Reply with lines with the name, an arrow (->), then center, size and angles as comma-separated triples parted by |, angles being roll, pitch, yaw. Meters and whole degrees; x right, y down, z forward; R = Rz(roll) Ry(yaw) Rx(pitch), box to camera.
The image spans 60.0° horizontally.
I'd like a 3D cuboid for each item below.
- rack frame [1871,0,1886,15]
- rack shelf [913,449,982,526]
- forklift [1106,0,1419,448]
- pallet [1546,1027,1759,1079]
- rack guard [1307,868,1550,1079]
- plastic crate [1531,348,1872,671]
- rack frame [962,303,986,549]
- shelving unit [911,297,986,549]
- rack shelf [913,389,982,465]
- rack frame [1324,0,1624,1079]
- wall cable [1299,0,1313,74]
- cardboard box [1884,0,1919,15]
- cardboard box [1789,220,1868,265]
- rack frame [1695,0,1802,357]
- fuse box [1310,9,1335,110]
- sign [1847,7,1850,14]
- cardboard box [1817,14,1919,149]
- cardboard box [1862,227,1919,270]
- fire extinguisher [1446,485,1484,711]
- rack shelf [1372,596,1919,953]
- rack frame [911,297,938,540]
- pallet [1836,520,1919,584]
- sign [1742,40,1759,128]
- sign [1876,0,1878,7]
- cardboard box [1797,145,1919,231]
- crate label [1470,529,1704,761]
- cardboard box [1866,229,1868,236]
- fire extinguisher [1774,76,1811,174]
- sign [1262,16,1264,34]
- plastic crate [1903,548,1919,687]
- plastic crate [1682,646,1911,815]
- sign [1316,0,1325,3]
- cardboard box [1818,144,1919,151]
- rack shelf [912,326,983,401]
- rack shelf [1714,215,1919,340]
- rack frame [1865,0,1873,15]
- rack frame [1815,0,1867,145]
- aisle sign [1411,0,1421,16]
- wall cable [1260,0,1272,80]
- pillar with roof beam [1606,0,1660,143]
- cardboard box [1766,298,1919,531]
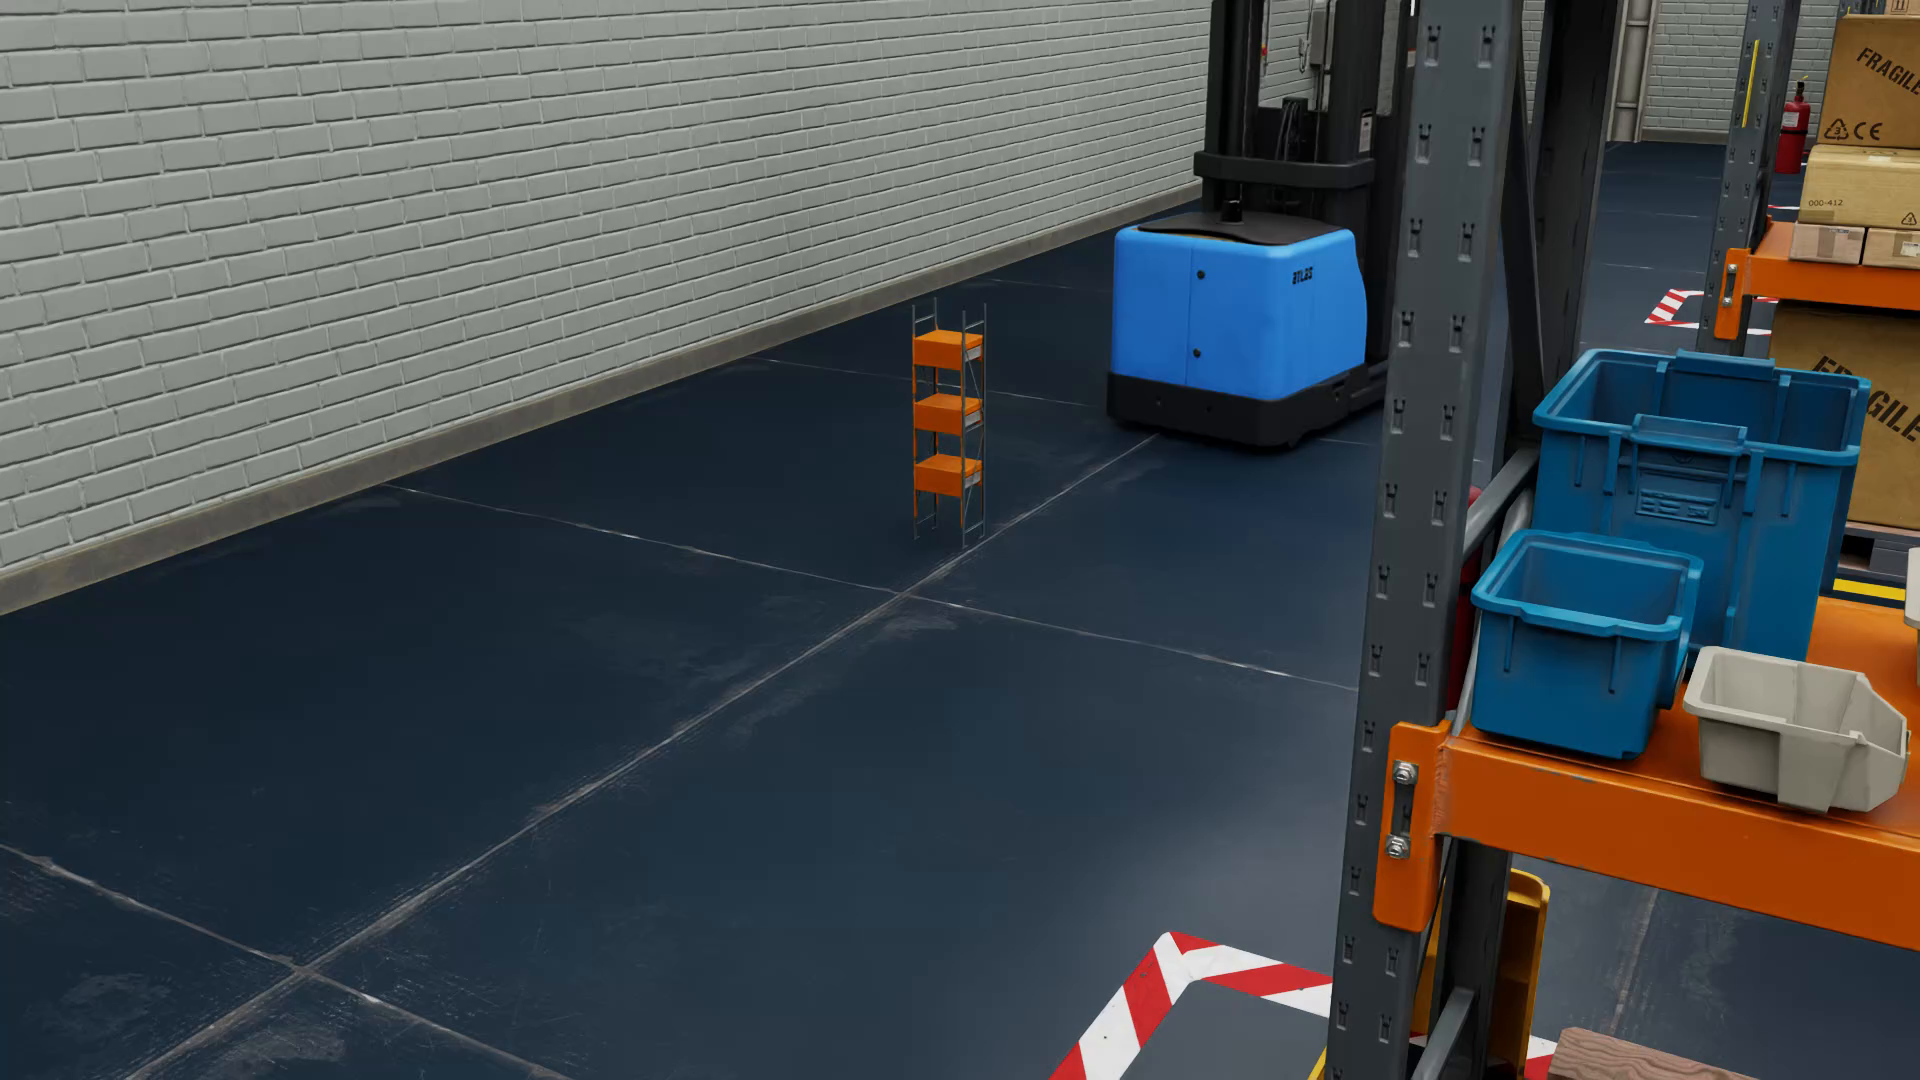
rack frame -> 10.608, -5.927, 19.305 | 0.127, 3.000, 1.000 | 11, 23, 27
rack shelf -> -0.047, -0.231, 7.309 | 0.240, 0.259, 0.215 | 11, 23, 27
forklift -> 2.095, -2.290, 9.379 | 1.130, 2.935, 3.031 | 15, 25, 35
pallet -> 1.643, 1.436, 3.097 | 1.213, 0.211, 1.003 | 11, 23, 27
rack guard -> 0.915, 1.151, 3.458 | 0.348, 0.500, 1.175 | 11, 23, 27
plastic crate -> 1.326, -0.068, 3.015 | 0.499, 0.435, 0.616 | 11, 23, 27
rack frame -> 0.060, -0.482, 7.155 | 0.008, 1.050, 0.200 | 11, 23, 27
shelving unit -> -0.047, -0.502, 7.211 | 0.252, 1.050, 0.215 | 11, 23, 27
rack shelf -> -0.047, -0.492, 7.214 | 0.240, 0.259, 0.215 | 11, 23, 27
rack frame -> 0.942, -0.024, 3.031 | 0.127, 3.000, 1.000 | 11, 23, 27
wall cable -> 3.938, -6.281, 18.791 | 0.122, 1.984, 0.588 | 11, 23, 27
cardboard box -> 6.127, -3.461, 10.459 | 0.500, 0.500, 0.500 | 11, 22, 27
cardboard box -> 3.507, -1.223, 6.705 | 0.250, 0.149, 0.380 | 11, 23, 28
rack frame -> 3.358, -1.498, 7.096 | 0.127, 3.000, 1.000 | 11, 23, 27
fuse box -> 4.409, -5.374, 19.672 | 0.414, 1.711, 0.539 | 11, 23, 27
sign -> 5.600, -3.203, 10.527 | 0.005, 0.325, 0.100 | 11, 23, 27
cardboard box -> 3.911, -1.917, 6.935 | 0.500, 0.500, 0.500 | 11, 23, 28
cardboard box -> 3.732, -1.180, 6.589 | 0.250, 0.149, 0.380 | 10, 22, 27
fire extinguisher -> 1.032, 0.028, 3.550 | 0.183, 0.674, 0.296 | 11, 23, 27
rack shelf -> 2.688, 0.647, 2.237 | 4.000, 0.370, 1.077 | 11, 23, 27
rack frame -> -0.153, -0.523, 7.267 | 0.008, 1.050, 0.200 | 11, 23, 27
pallet -> 4.094, -0.078, 7.269 | 1.213, 0.211, 1.003 | 11, 23, 27
sign -> 3.082, -1.778, 6.482 | 0.005, 0.325, 0.100 | 11, 23, 27
sign -> 10.344, -6.172, 18.712 | 0.005, 0.325, 0.100 | 11, 23, 27
cardboard box -> 3.645, -1.407, 6.629 | 0.500, 0.250, 0.500 | 10, 22, 26
crate label -> 0.997, 0.166, 2.666 | 0.303, 0.233, 0.416 | 11, 23, 27
cardboard box -> 3.829, -1.419, 7.246 | 0.250, 0.149, 0.380 | 11, 23, 28
fire extinguisher -> 5.870, -2.925, 11.691 | 0.183, 0.674, 0.296 | 11, 23, 27
sign -> 3.180, -5.502, 17.738 | 0.001, 0.218, 0.327 | 11, 23, 27
plastic crate -> 1.743, 0.154, 2.841 | 0.243, 0.136, 0.396 | 11, 23, 27
plastic crate -> 1.237, 0.289, 2.468 | 0.298, 0.136, 0.250 | 11, 23, 27
sign -> 4.201, -6.386, 19.361 | 0.001, 0.242, 0.339 | 11, 23, 27
cardboard box -> 3.910, -1.566, 7.067 | 0.500, 0.250, 0.500 | 10, 22, 26
rack shelf -> -0.047, -0.759, 7.117 | 0.240, 0.259, 0.215 | 11, 23, 27
rack shelf -> 5.104, -0.827, 6.302 | 4.000, 0.370, 1.077 | 11, 23, 27
rack frame -> 8.191, -4.448, 15.229 | 0.127, 3.000, 1.000 | 11, 23, 27
rack frame -> 5.865, -2.958, 11.120 | 0.127, 3.000, 1.000 | 11, 23, 27
aisle sign -> 0.735, -1.169, 2.377 | 0.004, 0.787, 0.394 | 11, 23, 27
wall cable -> 3.257, -5.871, 17.617 | 0.123, 1.953, 0.585 | 11, 23, 27
pillar with roof beam -> 6.594, -8.182, 16.724 | 0.400, 9.000, 9.100 | 11, 23, 27
cardboard box -> 3.956, -0.614, 7.159 | 0.875, 0.875, 0.875 | 11, 23, 27
